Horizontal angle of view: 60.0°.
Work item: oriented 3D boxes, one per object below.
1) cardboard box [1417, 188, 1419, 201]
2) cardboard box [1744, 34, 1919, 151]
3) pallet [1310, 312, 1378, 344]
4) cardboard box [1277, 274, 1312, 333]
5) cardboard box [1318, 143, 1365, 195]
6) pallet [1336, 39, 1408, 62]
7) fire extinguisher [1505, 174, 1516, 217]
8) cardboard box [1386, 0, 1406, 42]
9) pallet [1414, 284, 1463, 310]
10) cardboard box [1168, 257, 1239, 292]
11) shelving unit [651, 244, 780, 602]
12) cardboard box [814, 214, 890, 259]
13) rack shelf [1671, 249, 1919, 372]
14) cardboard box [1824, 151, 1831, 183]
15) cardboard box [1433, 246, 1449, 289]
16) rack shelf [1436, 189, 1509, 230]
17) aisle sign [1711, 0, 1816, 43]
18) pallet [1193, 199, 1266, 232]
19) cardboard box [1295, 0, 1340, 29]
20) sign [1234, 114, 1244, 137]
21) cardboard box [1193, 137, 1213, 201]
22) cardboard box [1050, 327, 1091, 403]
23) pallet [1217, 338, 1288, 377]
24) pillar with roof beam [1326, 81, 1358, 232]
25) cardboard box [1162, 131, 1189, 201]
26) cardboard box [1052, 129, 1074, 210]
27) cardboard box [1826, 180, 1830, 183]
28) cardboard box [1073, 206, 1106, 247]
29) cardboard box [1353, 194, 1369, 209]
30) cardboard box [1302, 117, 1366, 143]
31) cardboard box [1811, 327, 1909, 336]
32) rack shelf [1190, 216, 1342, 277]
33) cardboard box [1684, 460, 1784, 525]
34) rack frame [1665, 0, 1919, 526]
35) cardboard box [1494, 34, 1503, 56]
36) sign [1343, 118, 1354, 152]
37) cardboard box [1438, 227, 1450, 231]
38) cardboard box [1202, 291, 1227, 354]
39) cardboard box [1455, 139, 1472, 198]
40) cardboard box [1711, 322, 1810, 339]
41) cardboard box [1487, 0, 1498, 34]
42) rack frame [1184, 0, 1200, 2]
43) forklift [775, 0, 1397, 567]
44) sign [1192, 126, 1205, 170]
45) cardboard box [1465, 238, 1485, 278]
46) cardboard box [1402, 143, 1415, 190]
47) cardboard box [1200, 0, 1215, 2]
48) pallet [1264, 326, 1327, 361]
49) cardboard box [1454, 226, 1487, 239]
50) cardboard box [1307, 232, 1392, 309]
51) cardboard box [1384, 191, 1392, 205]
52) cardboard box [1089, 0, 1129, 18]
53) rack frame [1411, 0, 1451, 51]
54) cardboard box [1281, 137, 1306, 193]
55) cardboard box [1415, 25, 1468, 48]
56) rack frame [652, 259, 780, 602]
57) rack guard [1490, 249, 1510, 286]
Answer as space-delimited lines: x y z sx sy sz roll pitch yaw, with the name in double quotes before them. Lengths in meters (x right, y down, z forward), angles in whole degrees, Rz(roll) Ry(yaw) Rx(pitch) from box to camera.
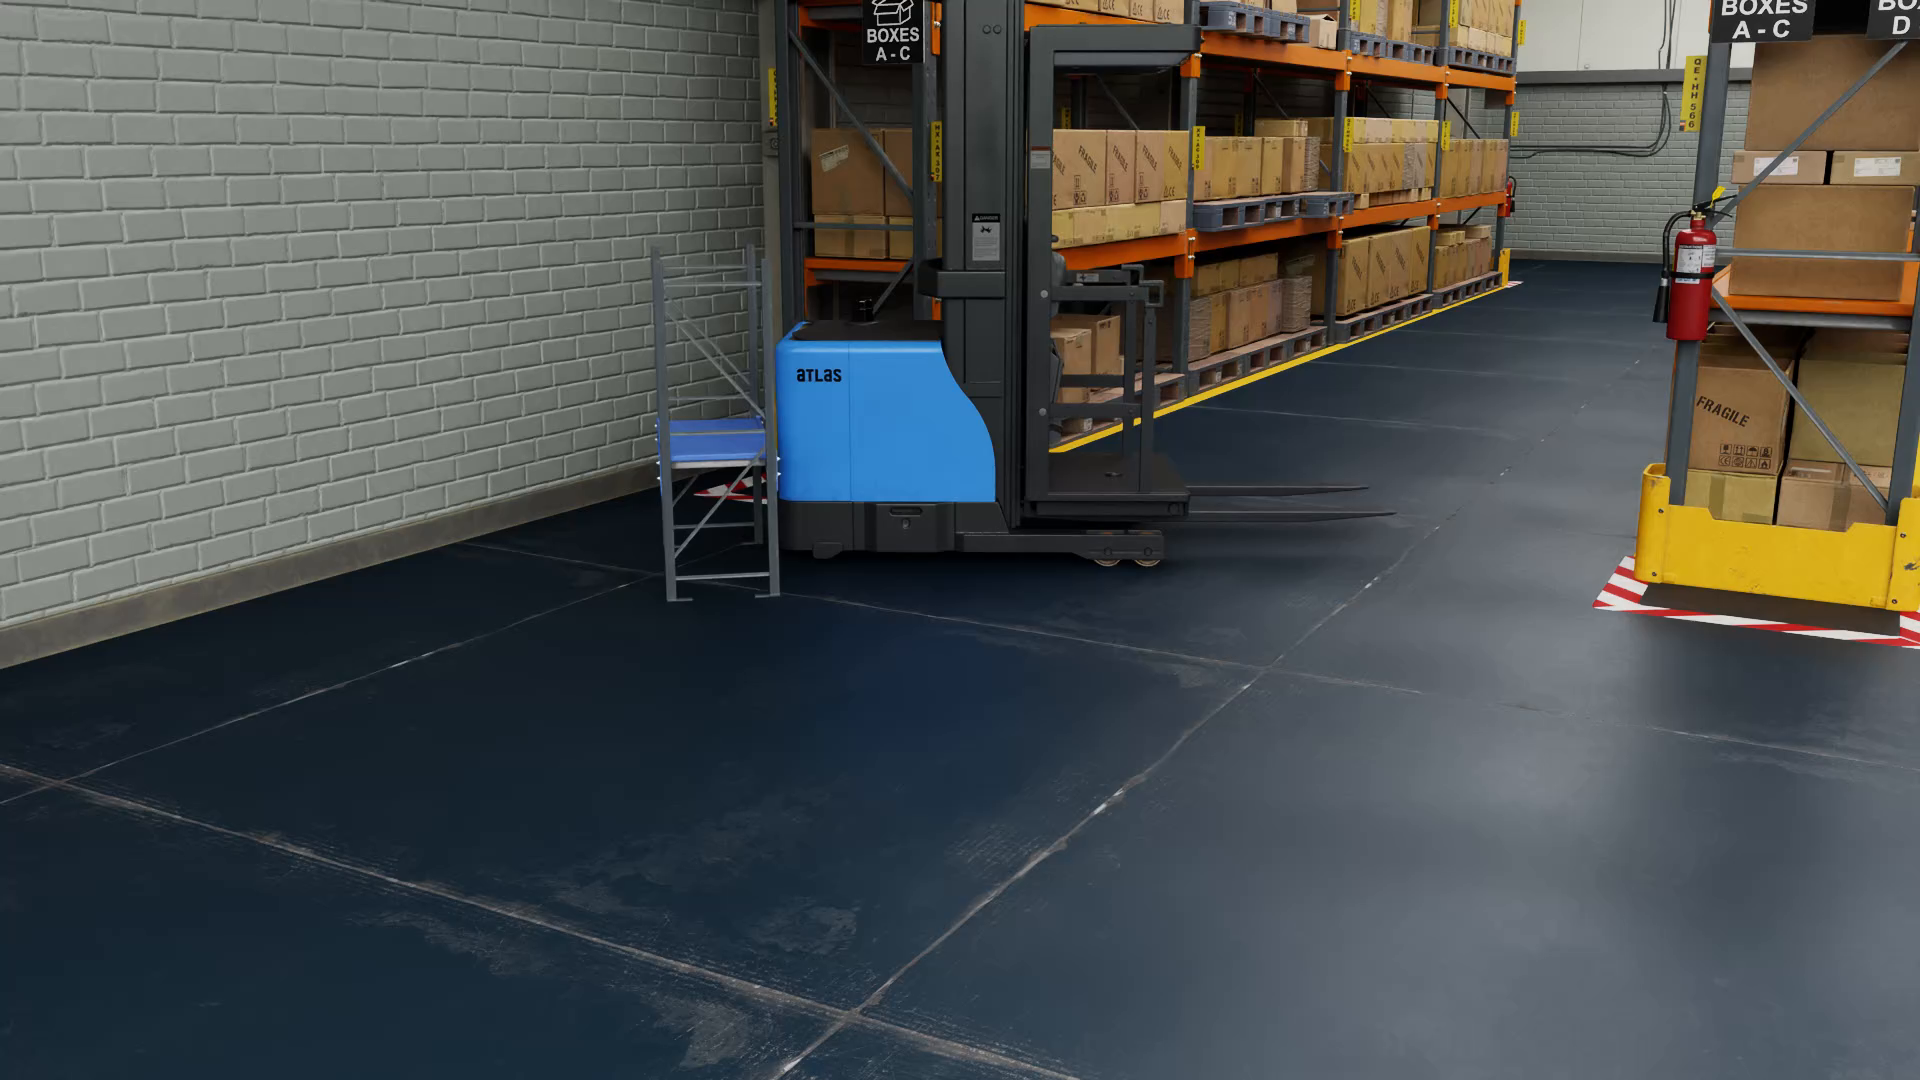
"cardboard box" 5.022 -3.952 19.021 0.380 0.149 0.250 8 16 30
"cardboard box" 4.003 -2.031 7.575 0.700 0.500 0.500 7 15 28
"pallet" 3.717 -2.246 17.398 1.003 0.211 1.213 7 15 28
"cardboard box" 2.968 -2.293 16.040 0.700 0.500 0.500 8 16 29
"cardboard box" 3.729 -3.722 16.680 0.500 0.500 0.500 8 16 30
"pallet" 4.073 -5.182 17.632 1.003 0.211 1.213 8 16 31
"fire extinguisher" 7.614 -4.849 23.208 0.296 0.674 0.183 7 15 28
"cardboard box" 4.470 -5.700 18.223 0.700 0.500 0.500 7 15 27
"pallet" 5.640 -3.060 20.777 1.003 0.211 1.213 7 15 28
"cardboard box" 2.136 -2.341 14.640 0.500 0.250 0.500 7 15 26
"shelving unit" -1.153 -0.584 7.756 0.538 1.500 1.048 -3 14 -10
"cardboard box" -0.541 -1.861 10.131 0.500 0.250 0.500 8 16 29
"rack shelf" 4.708 -1.307 9.089 1.077 0.370 4.000 7 15 28
"cardboard box" 3.884 -1.764 7.853 0.380 0.149 0.250 8 16 29
"cardboard box" 5.655 -3.399 20.671 0.700 0.500 0.500 8 16 29
"rack shelf" 6.171 -4.329 21.626 1.077 0.370 4.000 7 15 28
"aisle sign" 3.452 -2.530 7.080 0.394 0.787 0.004 7 15 28
"pallet" 1.833 -2.674 13.636 1.003 0.211 1.213 7 15 28
"cardboard box" 3.450 -5.273 16.452 0.700 0.500 0.500 6 15 24
"sign" 2.783 -4.073 16.558 0.100 0.325 0.005 7 15 28
"cardboard box" 1.612 -2.990 13.385 0.700 0.500 0.500 7 15 28
"cardboard box" 0.490 -1.199 11.501 0.700 0.500 0.500 6 15 25
"pallet" 2.300 -1.683 15.064 1.003 0.211 1.213 7 15 28
"pillar with roof beam" 8.553 -6.939 18.115 9.100 9.000 0.400 7 15 28
"cardboard box" 1.379 -2.797 12.411 0.500 0.500 0.500 7 15 28
"cardboard box" 0.400 -2.377 10.672 0.500 0.500 0.500 7 15 26
"cardboard box" 4.227 -1.497 8.131 0.700 0.500 0.500 8 16 29
"cardboard box" 0.653 -2.123 11.217 0.500 0.250 0.500 8 15 29
"cardboard box" 3.964 -3.473 17.031 0.380 0.149 0.250 8 16 30
"cardboard box" 3.729 -4.085 16.588 0.500 0.250 0.500 8 16 29
"cardboard box" 5.151 -0.975 9.547 0.500 0.500 0.500 7 15 28
"rack shelf" 2.303 -2.688 14.818 1.077 0.370 4.000 7 15 28
"cardboard box" 3.741 -0.257 8.171 0.500 0.250 0.500 7 15 28
"rack frame" 3.741 -1.246 7.302 1.000 3.000 0.127 7 15 28
"cardboard box" 6.765 -6.440 21.657 0.500 0.250 0.500 7 15 26
"sign" 3.750 -3.913 16.062 0.100 0.325 0.005 7 15 28
"cardboard box" 6.284 -4.079 22.108 0.380 0.149 0.250 8 16 29
"cardboard box" 1.883 -1.891 14.370 0.700 0.500 0.500 7 15 27
"cardboard box" 5.838 -4.673 20.877 0.980 0.700 0.700 7 15 27
"cardboard box" 4.693 -1.034 9.793 0.500 0.500 0.500 7 15 28
"cardboard box" 6.526 -6.701 21.141 0.500 0.500 0.500 7 15 26
"rack frame" 1.336 -5.544 12.328 1.000 3.000 0.127 7 15 28
"forklift" 0.628 -1.423 8.182 3.031 2.935 1.130 0 14 1
"sign" 1.815 -2.988 12.681 0.100 0.325 0.005 7 15 28
"cardboard box" 6.645 -3.821 22.419 0.700 0.500 0.500 7 15 28
"cardboard box" 4.713 -4.140 18.417 0.500 0.500 0.500 7 15 28
"cardboard box" 1.671 -4.441 13.047 0.500 0.500 0.500 10 17 36
"pallet" 2.891 -1.932 16.098 1.003 0.211 1.213 7 15 28
"cardboard box" 6.861 -4.139 22.356 0.380 0.149 0.250 8 16 30
"cardboard box" 4.169 -2.922 17.945 0.750 0.750 0.750 7 15 28
"cardboard box" 4.497 -3.746 18.165 0.380 0.149 0.250 8 16 30
"cardboard box" 0.818 -3.792 11.206 0.500 0.500 0.500 7 15 26
"rack frame" 5.204 -7.185 19.136 1.000 3.000 0.127 7 15 28
"cardboard box" 2.805 -3.495 15.479 0.700 0.500 0.500 6 15 23
"cardboard box" 5.769 -6.019 19.909 0.500 0.250 0.500 7 15 28
"rack frame" -1.059 -0.467 7.271 0.500 1.500 0.032 -3 14 -10
"rack guard" 7.149 -3.879 23.557 1.175 0.500 0.348 7 15 28
